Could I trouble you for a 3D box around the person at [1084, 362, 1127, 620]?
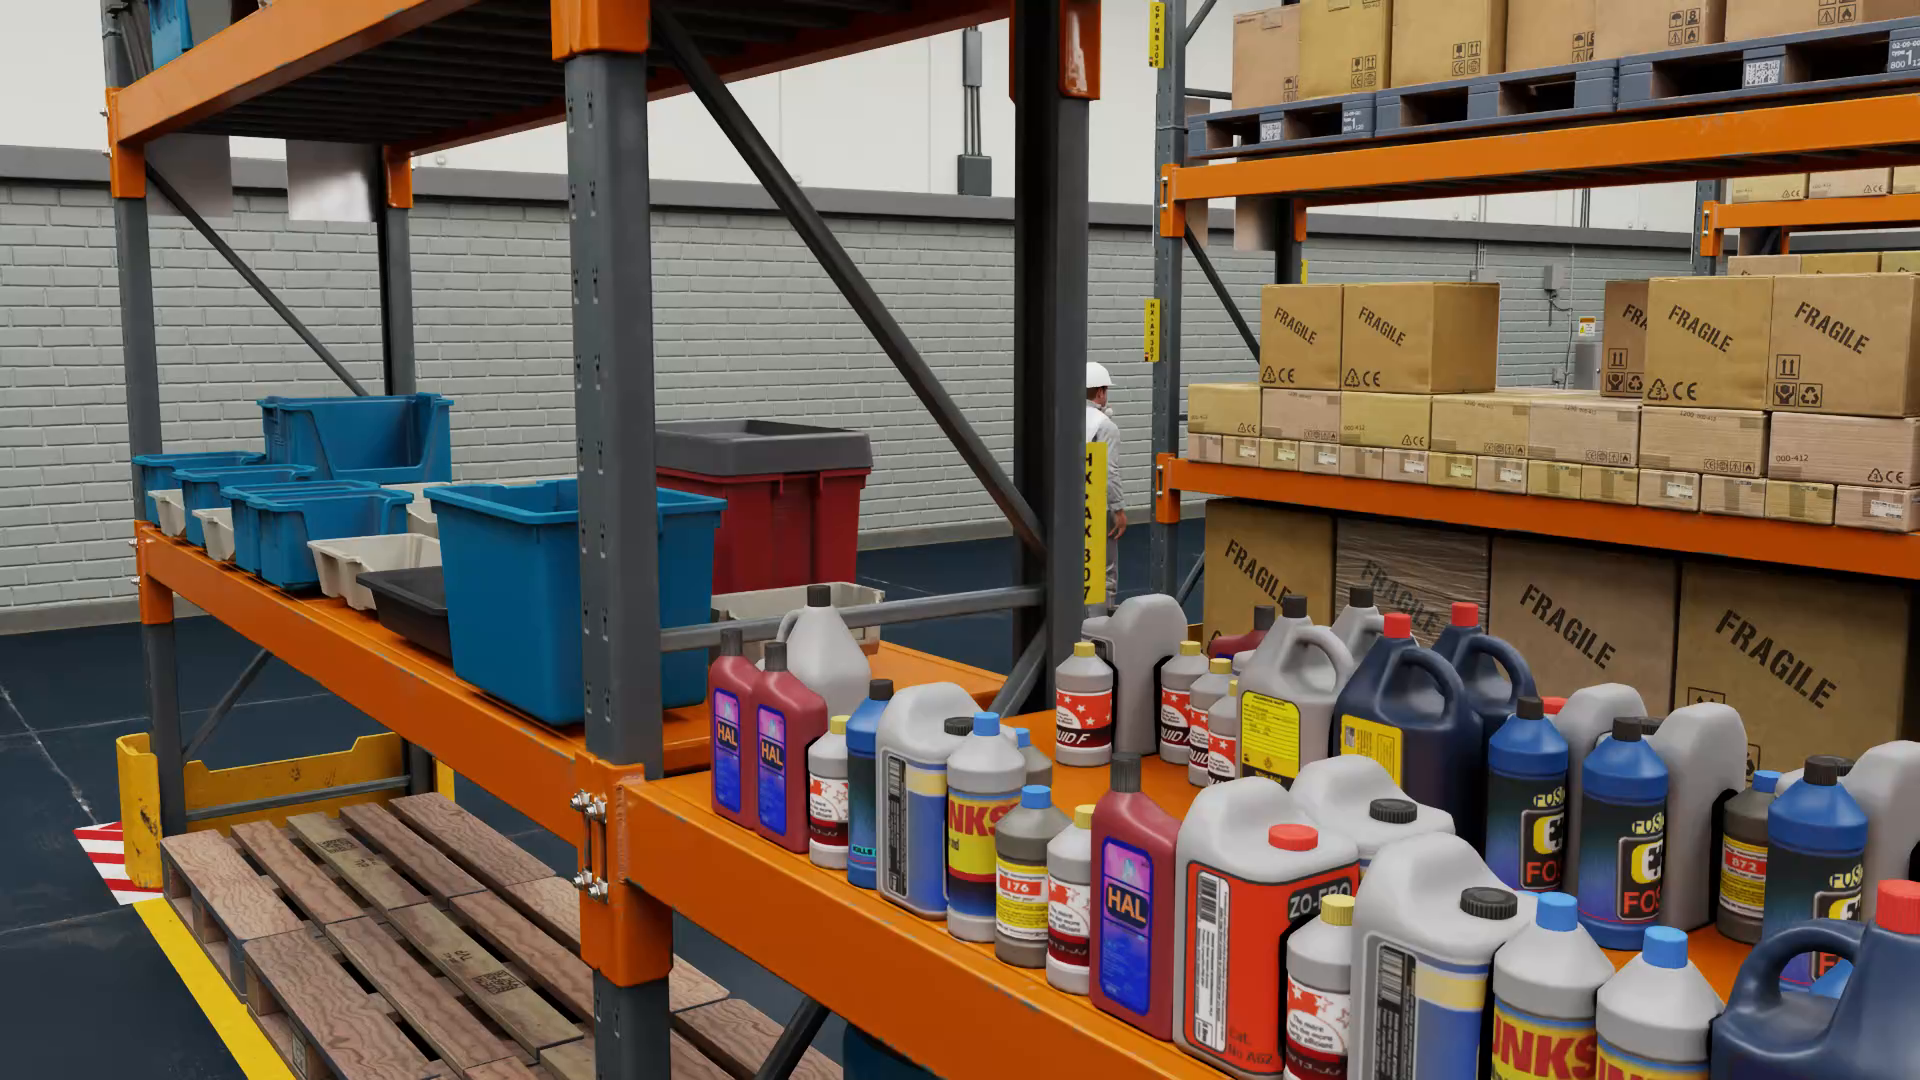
[{"bbox_3d":[0.764,-0.179,10.023,0.471,1.772,0.594,-6,10,-39],"label":"person"}]
